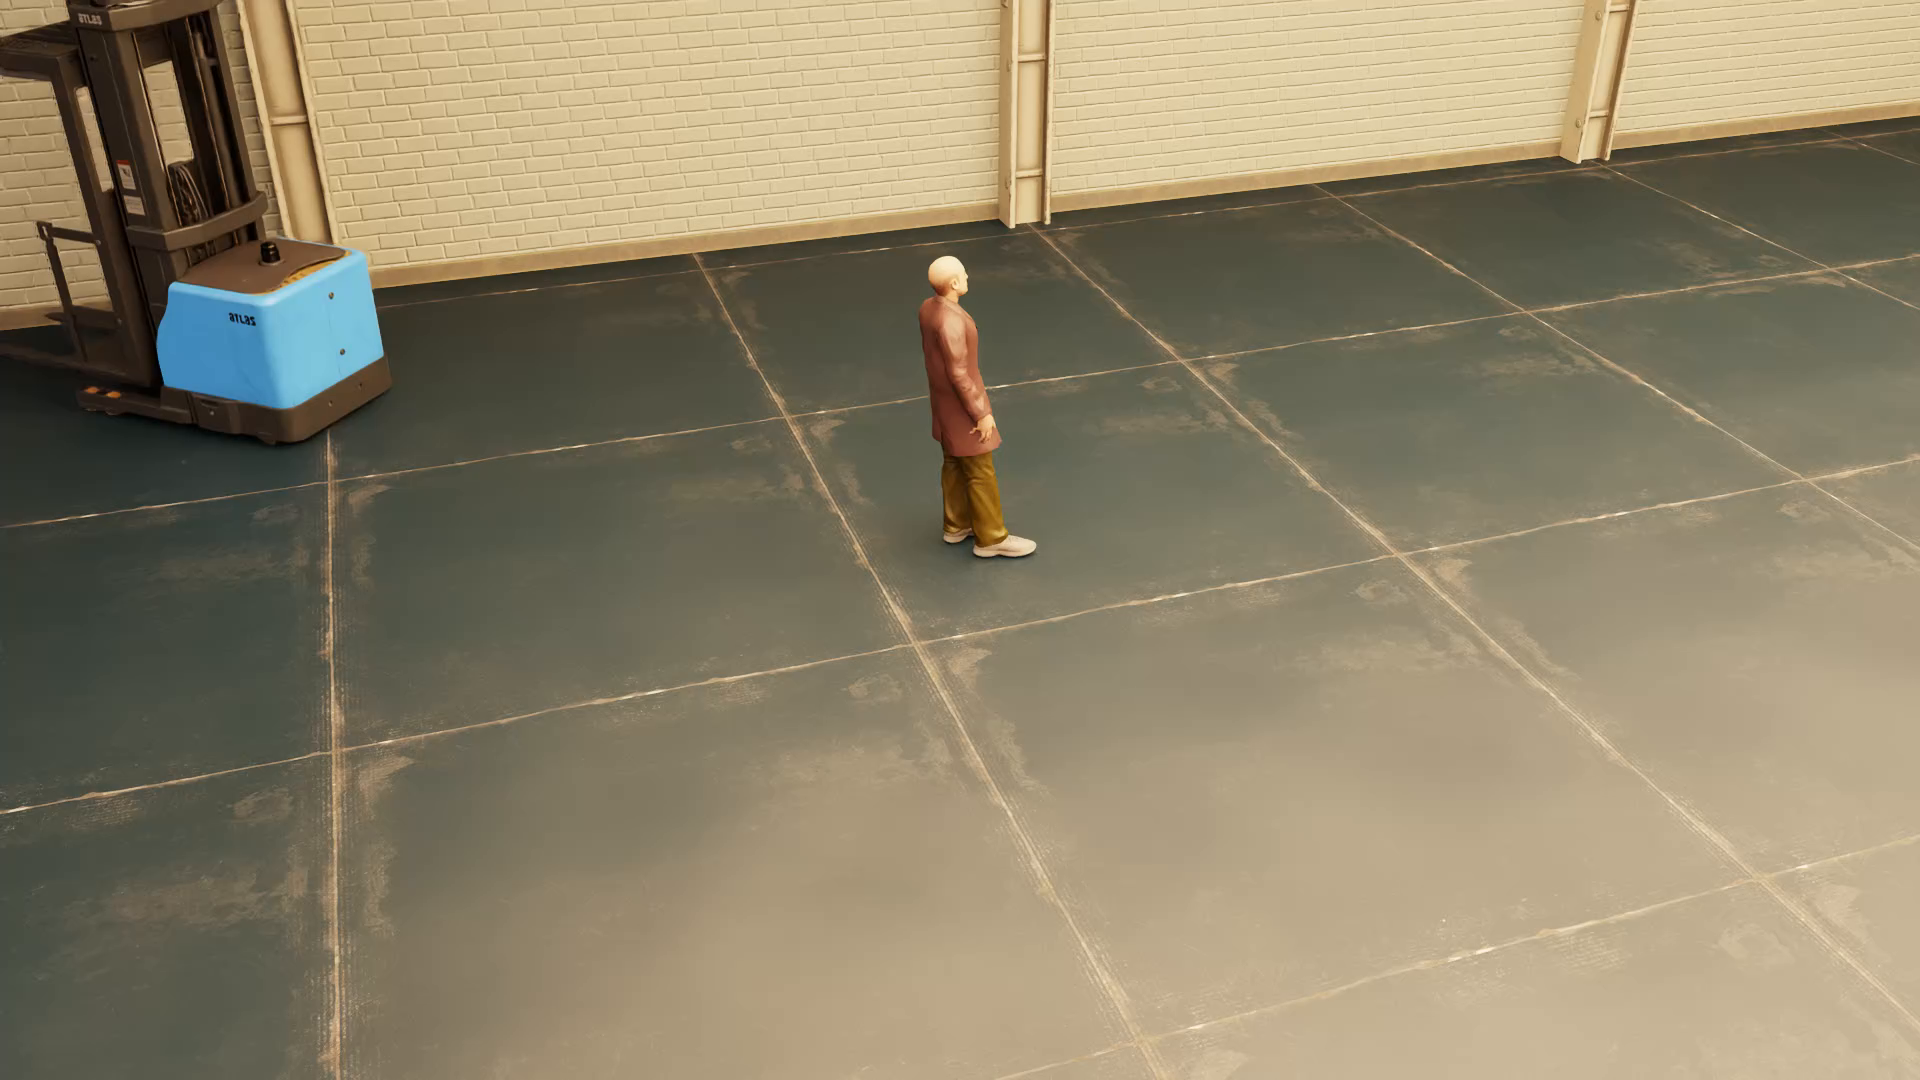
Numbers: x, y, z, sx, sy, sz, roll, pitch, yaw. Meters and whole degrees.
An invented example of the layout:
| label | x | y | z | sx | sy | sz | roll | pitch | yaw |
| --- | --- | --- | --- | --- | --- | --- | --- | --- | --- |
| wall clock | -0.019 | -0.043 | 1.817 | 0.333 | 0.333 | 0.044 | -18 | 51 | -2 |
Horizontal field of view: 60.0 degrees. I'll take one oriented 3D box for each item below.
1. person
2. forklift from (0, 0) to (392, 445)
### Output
| label | x | y | z | sx | sy | sz | roll | pitch | yaw |
| --- | --- | --- | --- | --- | --- | --- | --- | --- | --- |
| person | 0.088 | -0.790 | 9.601 | 0.579 | 1.778 | 0.698 | -10 | 31 | -16 |
| forklift | -5.592 | -2.360 | 11.189 | 3.031 | 2.935 | 1.130 | 11 | 32 | 19 |
